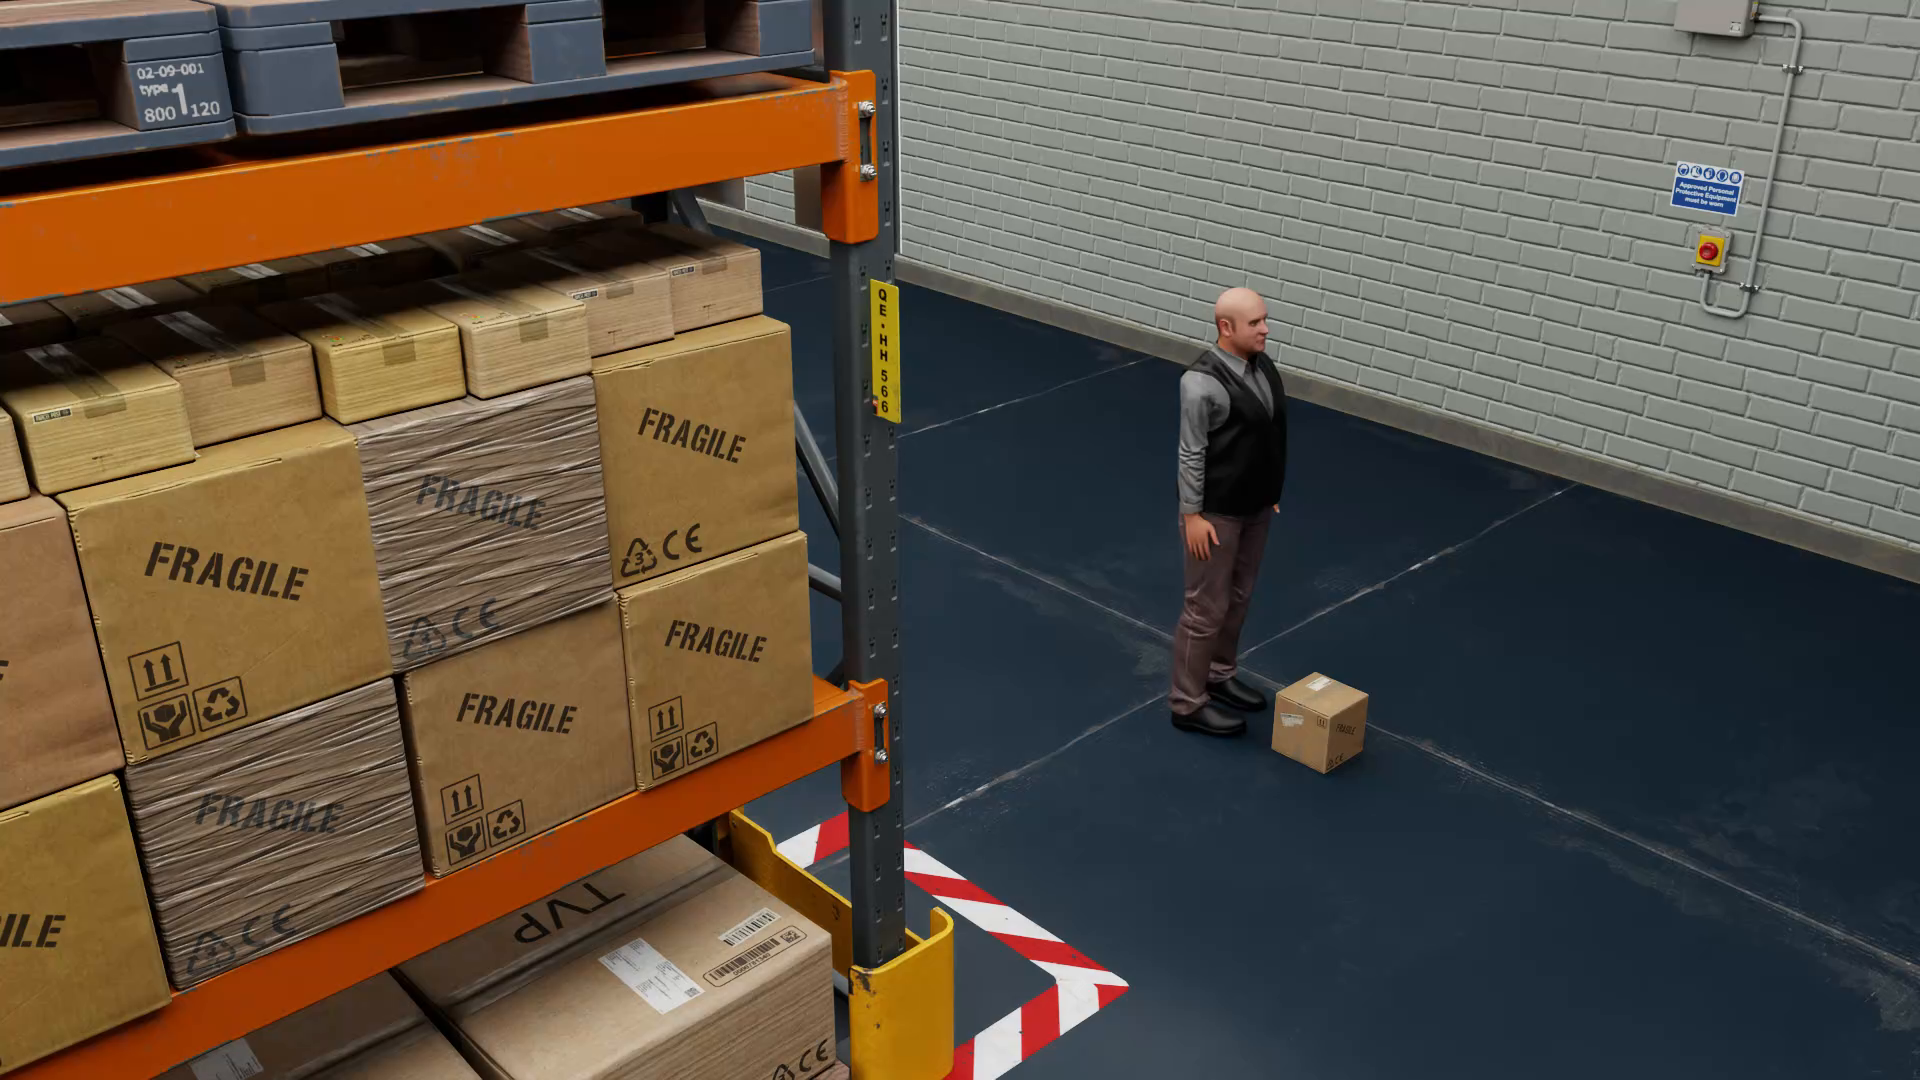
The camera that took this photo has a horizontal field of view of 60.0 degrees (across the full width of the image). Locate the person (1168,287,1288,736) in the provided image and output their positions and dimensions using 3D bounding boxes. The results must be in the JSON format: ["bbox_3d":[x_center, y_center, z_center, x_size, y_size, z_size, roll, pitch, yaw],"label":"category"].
[{"bbox_3d":[1.060,-0.123,6.391,0.402,1.721,0.572,20,31,37],"label":"person"}]
